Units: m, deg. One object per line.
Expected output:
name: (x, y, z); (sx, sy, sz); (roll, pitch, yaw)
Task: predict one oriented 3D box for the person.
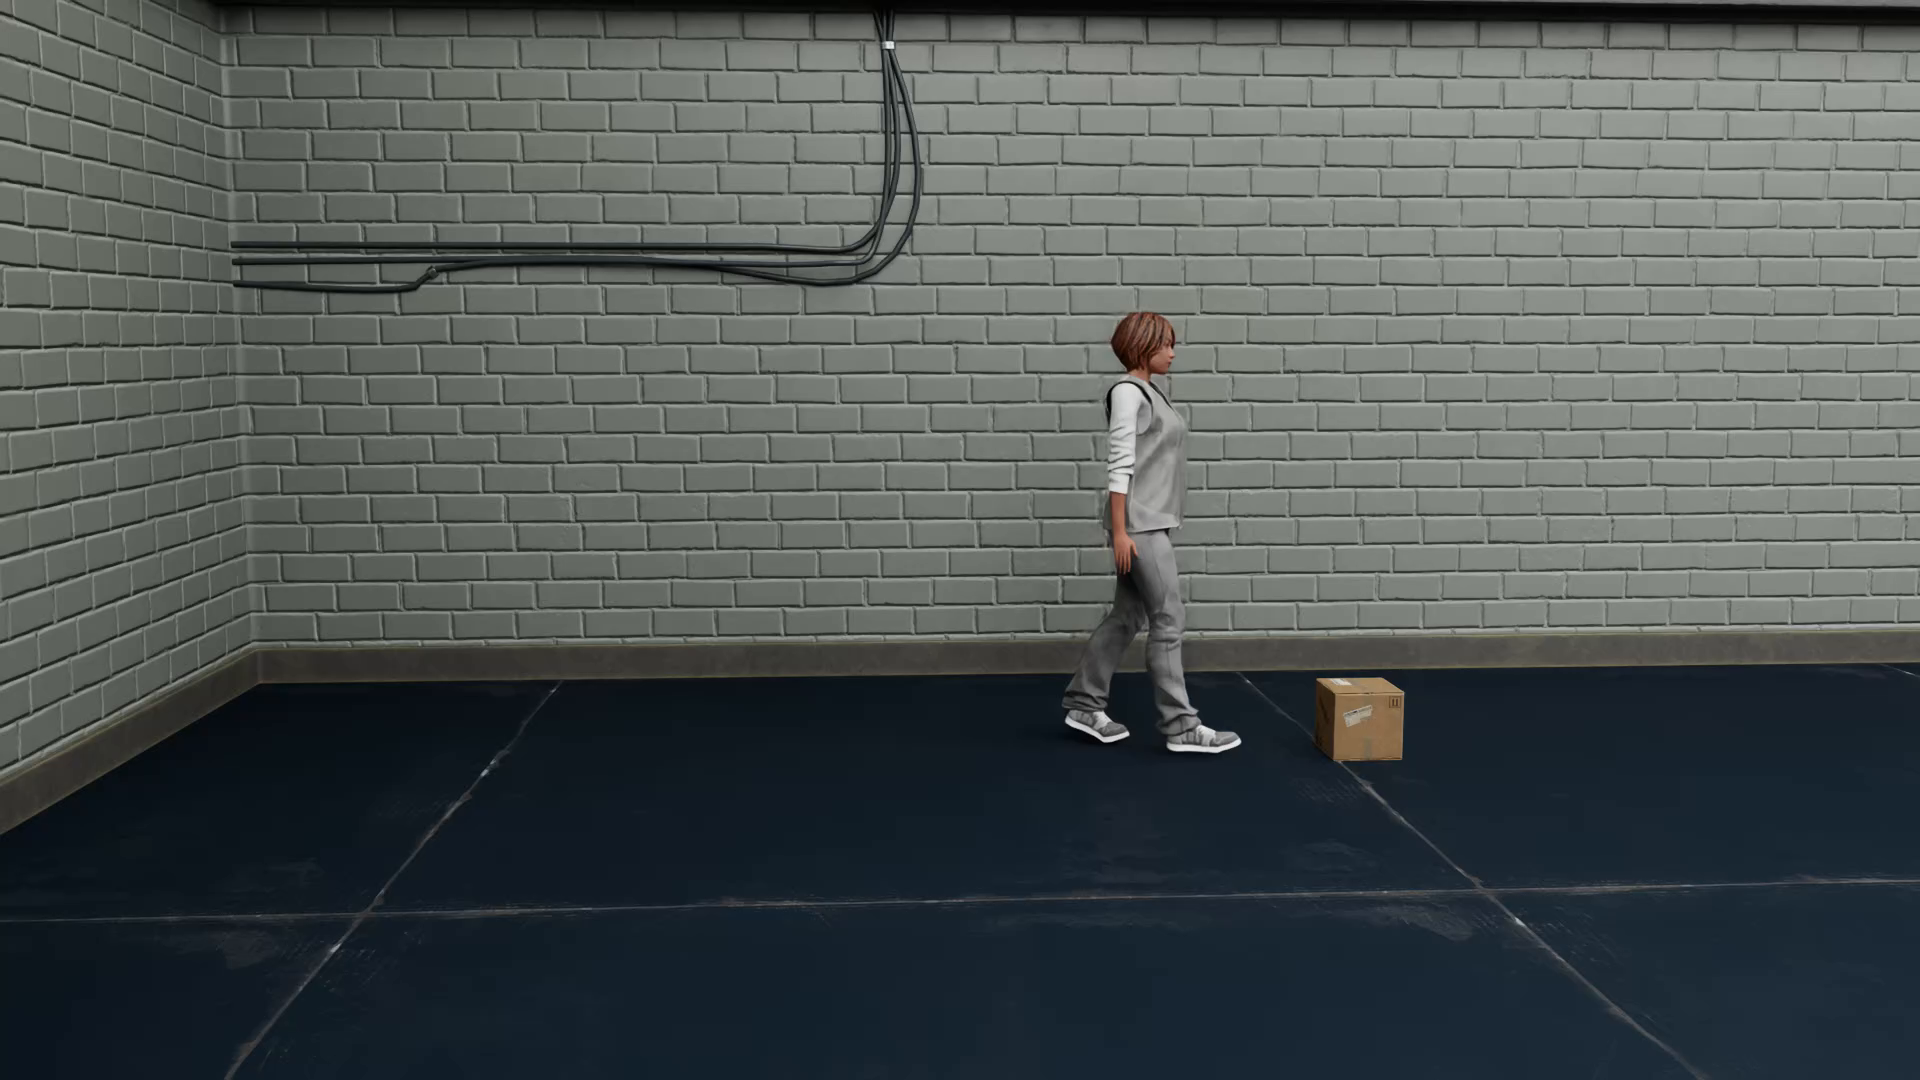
person: (0.627, 0.274, 6.082); (0.545, 0.843, 0.345); (2, 7, 16)
